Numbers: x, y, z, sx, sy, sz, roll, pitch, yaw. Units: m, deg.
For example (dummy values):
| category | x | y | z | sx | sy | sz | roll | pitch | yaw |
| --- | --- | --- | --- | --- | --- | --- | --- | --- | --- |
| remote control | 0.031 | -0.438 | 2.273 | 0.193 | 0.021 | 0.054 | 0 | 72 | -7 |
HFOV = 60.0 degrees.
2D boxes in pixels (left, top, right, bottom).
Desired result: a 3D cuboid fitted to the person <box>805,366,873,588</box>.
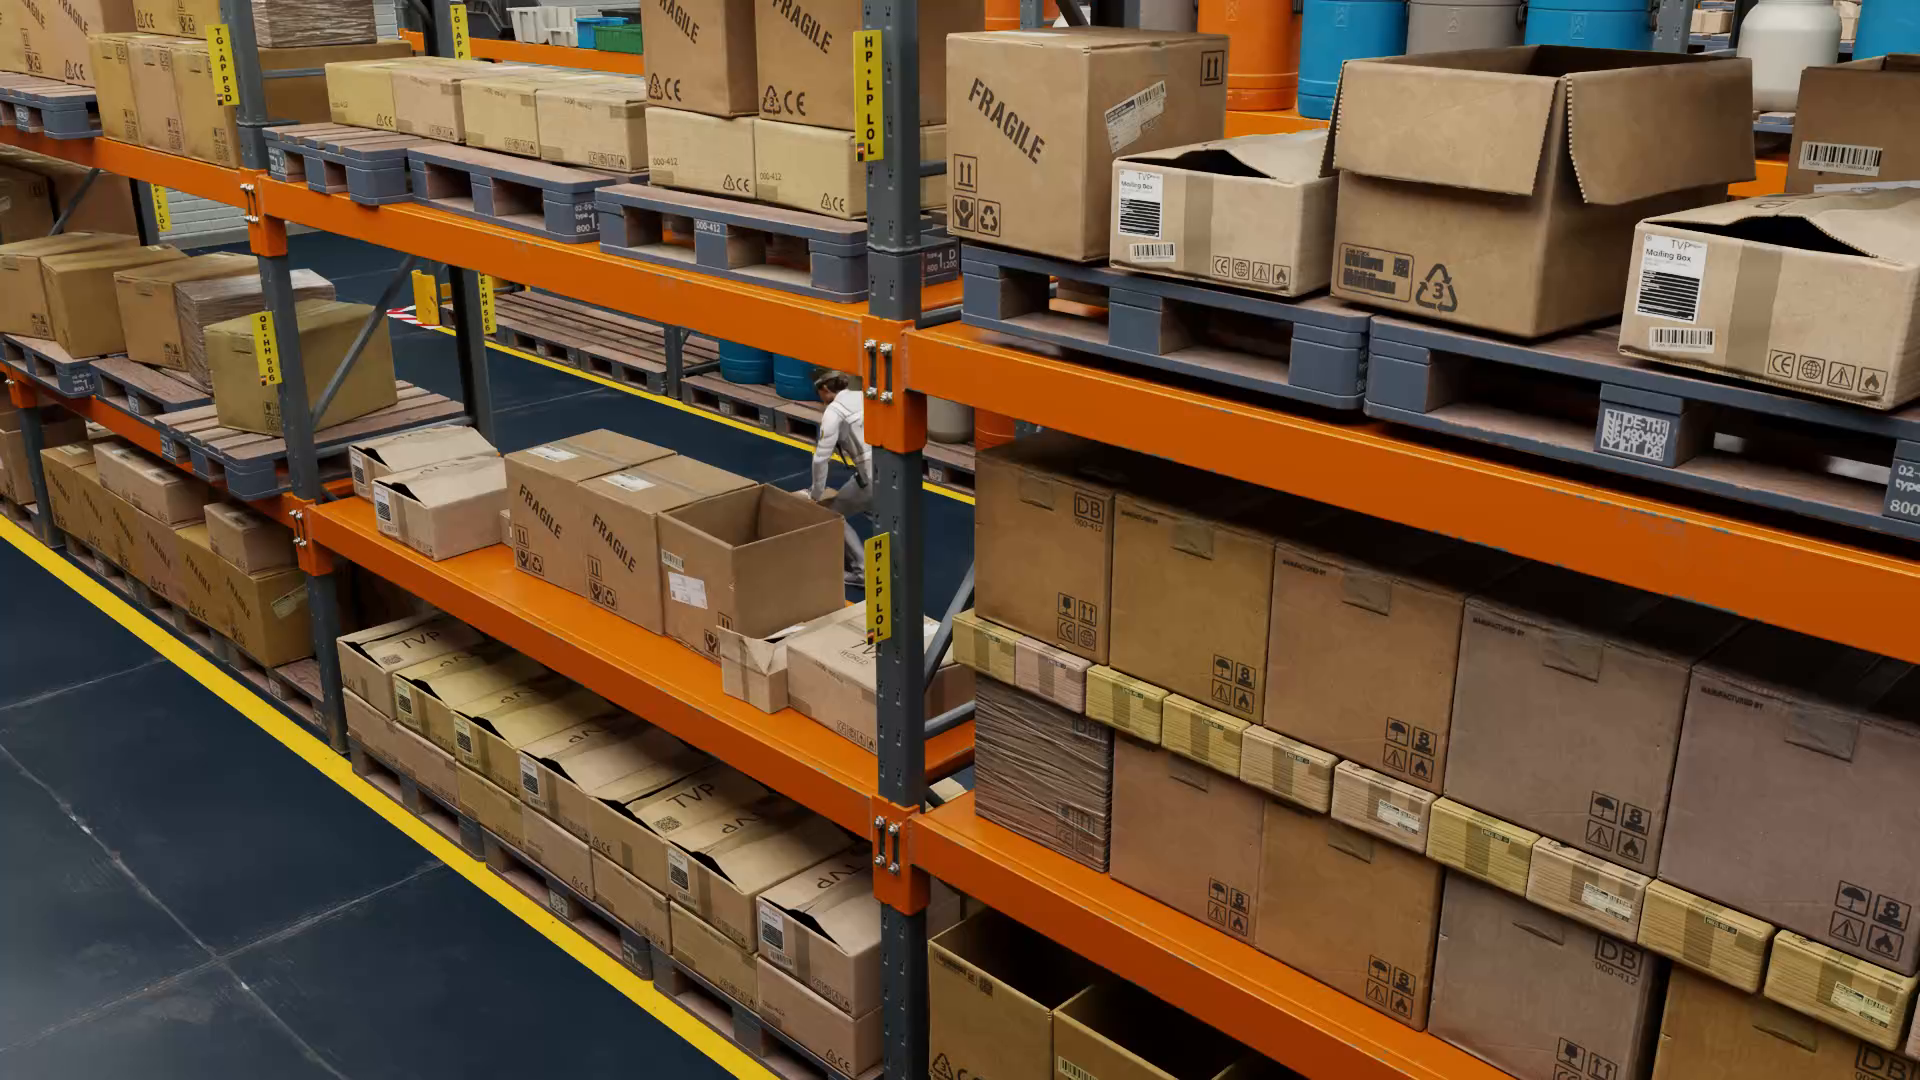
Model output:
| category | x | y | z | sx | sy | sz | roll | pitch | yaw |
| --- | --- | --- | --- | --- | --- | --- | --- | --- | --- |
| person | -0.625 | -0.391 | 10.070 | 0.723 | 1.349 | 0.535 | 19 | 28 | 41 |
